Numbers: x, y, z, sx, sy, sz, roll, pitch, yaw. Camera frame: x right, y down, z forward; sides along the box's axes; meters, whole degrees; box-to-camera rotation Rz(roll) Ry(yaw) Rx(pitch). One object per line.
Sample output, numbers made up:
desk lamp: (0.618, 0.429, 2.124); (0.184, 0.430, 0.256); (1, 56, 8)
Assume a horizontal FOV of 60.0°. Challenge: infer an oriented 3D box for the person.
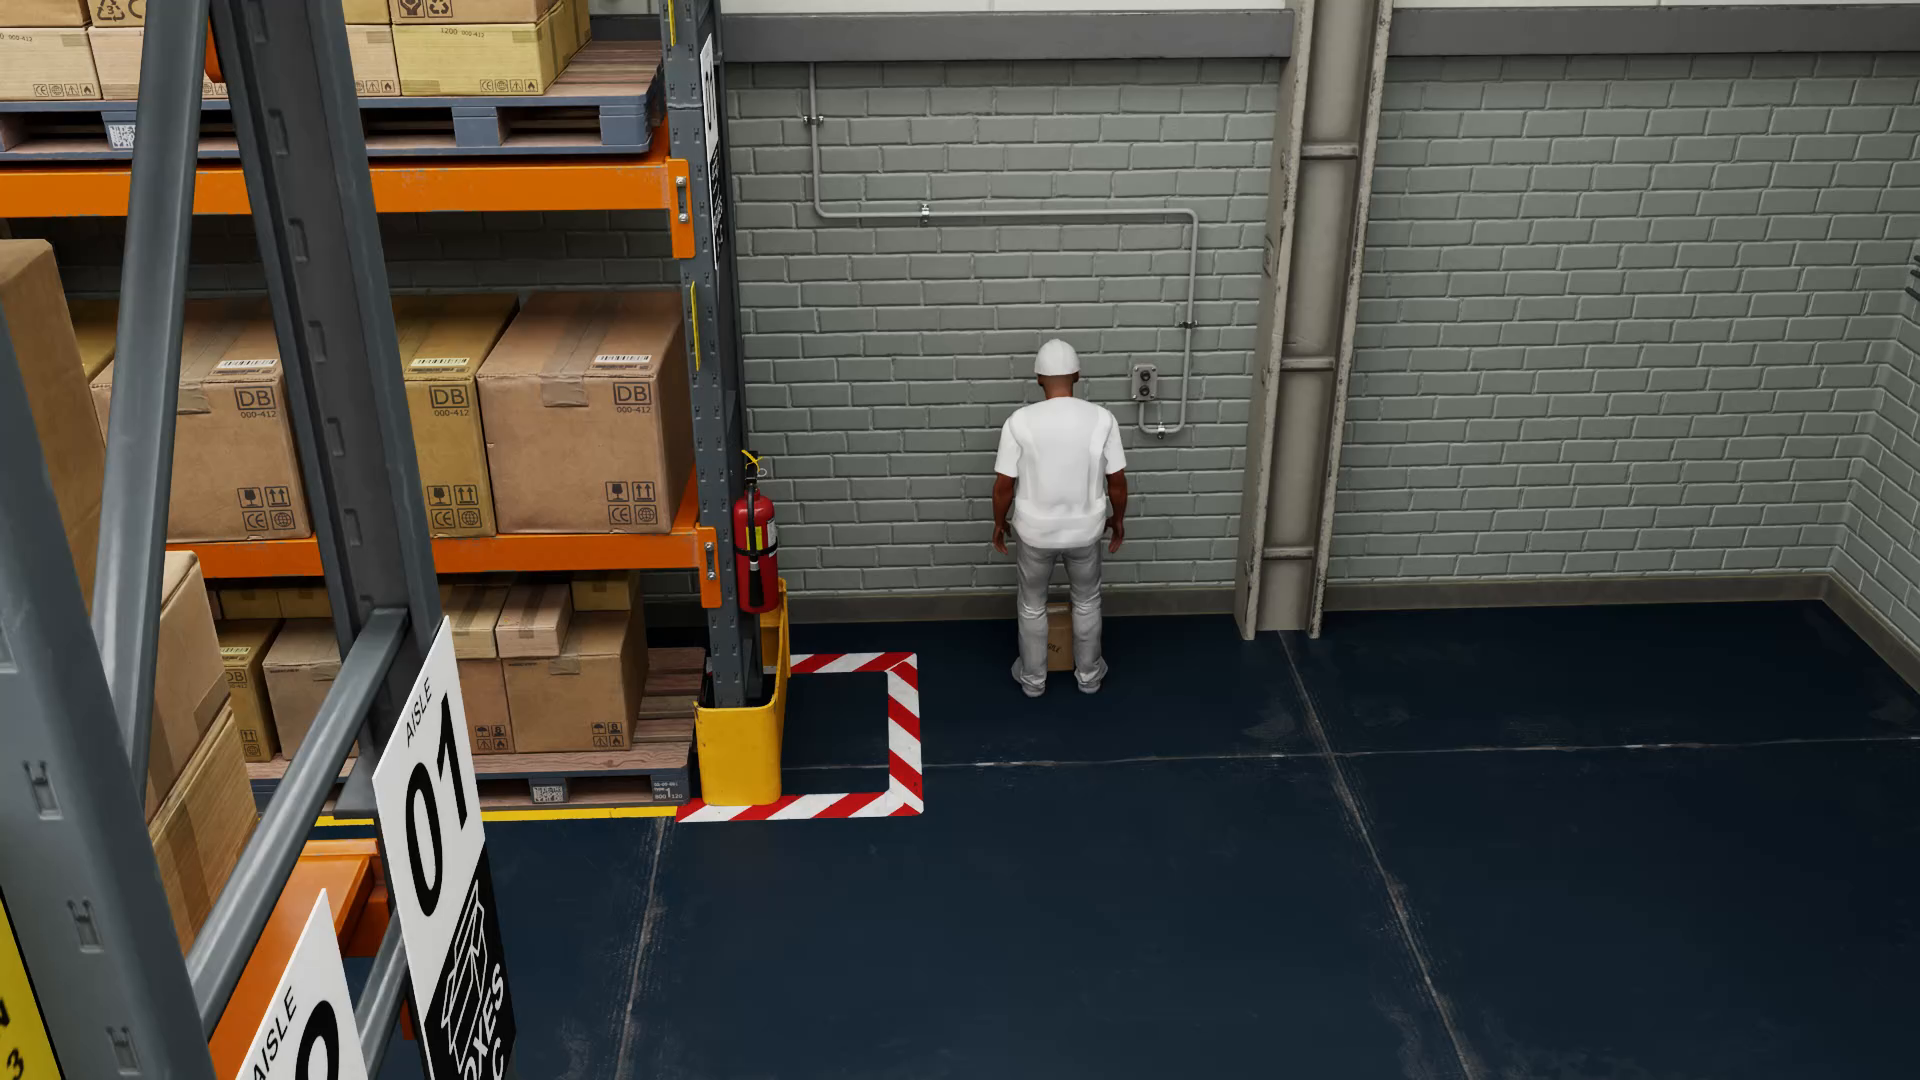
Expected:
person: (0.461, -0.080, 7.754); (0.627, 1.760, 0.460); (-1, 27, -2)
